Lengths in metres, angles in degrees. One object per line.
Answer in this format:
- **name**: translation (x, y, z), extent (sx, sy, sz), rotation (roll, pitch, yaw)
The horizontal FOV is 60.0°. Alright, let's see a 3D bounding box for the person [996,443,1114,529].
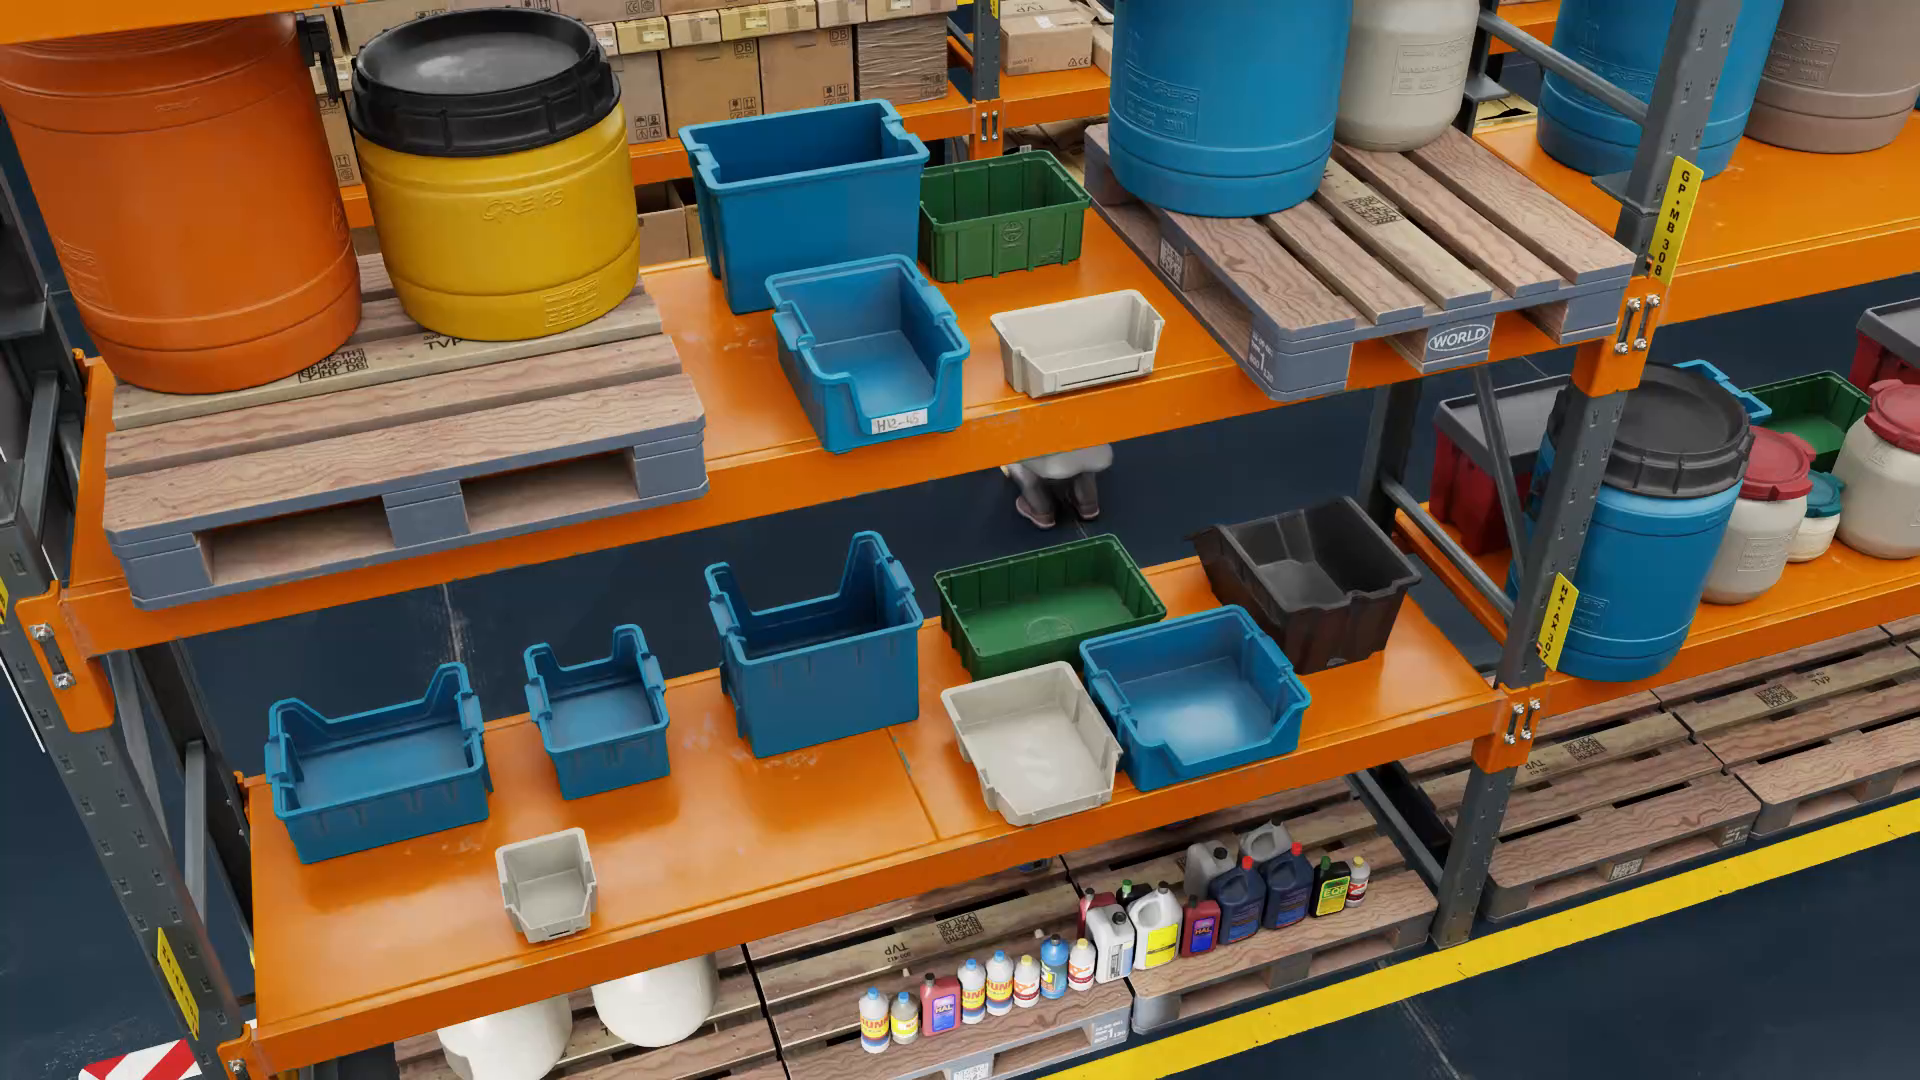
- **person**: translation (0.435, -0.516, 8.218), extent (0.461, 0.768, 0.843), rotation (-13, 40, -17)
